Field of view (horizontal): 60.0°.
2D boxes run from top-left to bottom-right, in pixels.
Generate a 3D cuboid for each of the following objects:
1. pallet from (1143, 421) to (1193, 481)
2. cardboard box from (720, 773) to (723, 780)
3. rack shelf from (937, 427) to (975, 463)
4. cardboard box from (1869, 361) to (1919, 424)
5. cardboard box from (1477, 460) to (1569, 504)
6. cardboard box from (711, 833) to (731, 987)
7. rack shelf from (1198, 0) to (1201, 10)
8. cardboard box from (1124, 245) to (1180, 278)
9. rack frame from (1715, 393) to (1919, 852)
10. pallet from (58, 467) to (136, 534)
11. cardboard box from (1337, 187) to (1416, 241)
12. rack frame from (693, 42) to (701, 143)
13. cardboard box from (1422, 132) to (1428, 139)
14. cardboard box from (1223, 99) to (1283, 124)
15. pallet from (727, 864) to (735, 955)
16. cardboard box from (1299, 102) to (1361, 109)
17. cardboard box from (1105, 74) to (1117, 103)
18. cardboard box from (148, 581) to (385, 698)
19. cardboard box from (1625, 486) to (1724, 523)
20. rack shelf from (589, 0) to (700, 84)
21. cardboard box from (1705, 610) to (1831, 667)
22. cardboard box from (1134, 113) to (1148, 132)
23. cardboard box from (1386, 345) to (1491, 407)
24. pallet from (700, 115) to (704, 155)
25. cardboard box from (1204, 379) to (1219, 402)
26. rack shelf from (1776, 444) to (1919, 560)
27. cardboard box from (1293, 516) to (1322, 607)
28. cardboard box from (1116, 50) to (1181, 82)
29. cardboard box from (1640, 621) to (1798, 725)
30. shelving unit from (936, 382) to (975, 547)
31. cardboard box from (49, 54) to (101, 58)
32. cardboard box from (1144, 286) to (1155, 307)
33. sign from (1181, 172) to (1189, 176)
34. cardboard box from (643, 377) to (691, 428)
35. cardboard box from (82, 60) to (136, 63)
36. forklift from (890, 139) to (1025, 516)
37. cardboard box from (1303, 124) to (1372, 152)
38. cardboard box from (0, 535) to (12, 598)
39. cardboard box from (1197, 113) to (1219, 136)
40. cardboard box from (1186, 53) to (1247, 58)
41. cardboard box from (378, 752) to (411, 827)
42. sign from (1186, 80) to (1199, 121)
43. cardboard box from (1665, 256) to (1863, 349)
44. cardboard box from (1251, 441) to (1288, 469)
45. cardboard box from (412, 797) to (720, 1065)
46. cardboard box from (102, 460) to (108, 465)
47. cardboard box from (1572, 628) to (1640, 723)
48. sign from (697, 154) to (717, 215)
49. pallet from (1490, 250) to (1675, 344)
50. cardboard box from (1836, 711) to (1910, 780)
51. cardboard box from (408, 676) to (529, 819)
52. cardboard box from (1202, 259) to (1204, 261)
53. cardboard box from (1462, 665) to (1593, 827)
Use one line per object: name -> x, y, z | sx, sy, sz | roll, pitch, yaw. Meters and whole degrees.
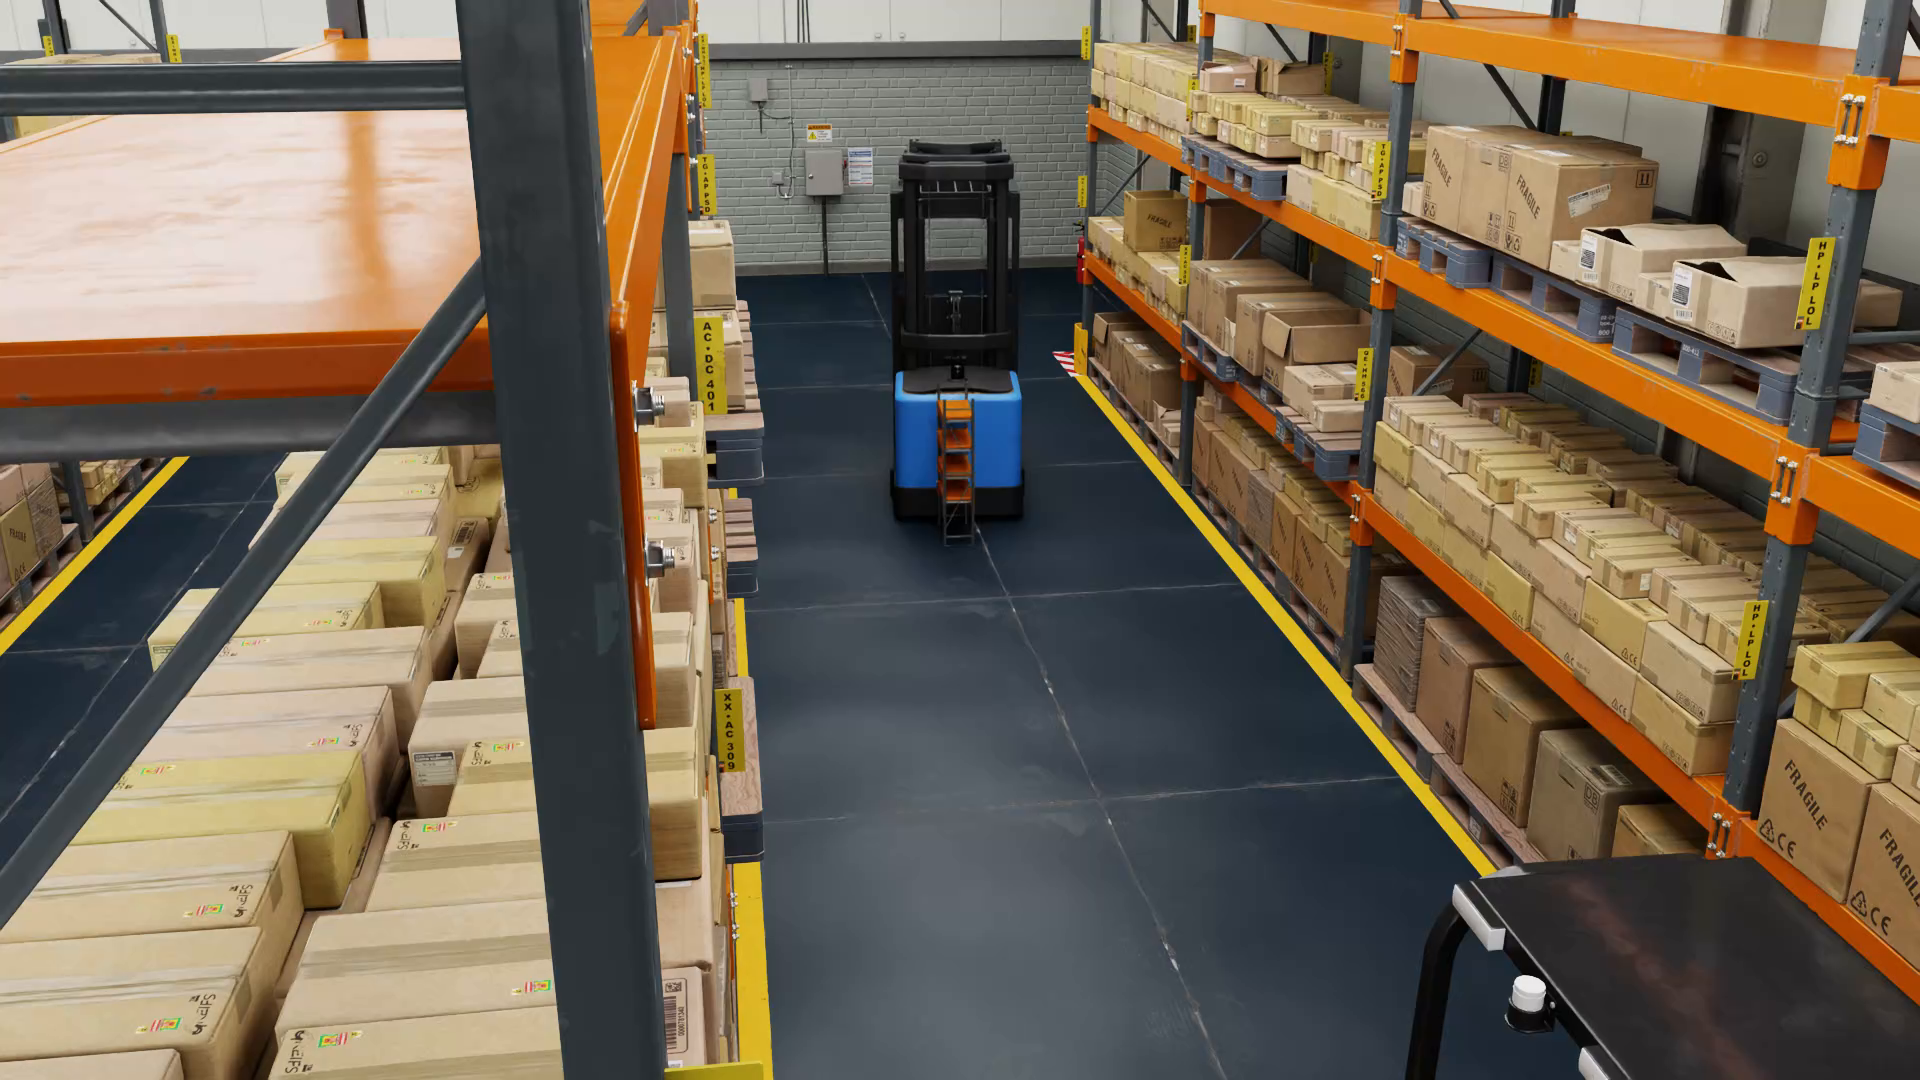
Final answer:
pallet -> 2.308, -0.842, 15.169 | 1.003, 0.211, 1.213 | -3, 21, -8
cardboard box -> -1.119, 0.825, 6.480 | 0.380, 0.149, 0.250 | -3, 21, -7
rack shelf -> -0.034, -0.744, 13.046 | 0.258, 0.148, 0.480 | -2, 21, -5
cardboard box -> 3.324, -0.501, 5.599 | 0.380, 0.149, 0.250 | -2, 21, -7
cardboard box -> 2.934, -0.305, 8.675 | 0.380, 0.149, 0.250 | -2, 21, -7
cardboard box -> -0.960, 1.244, 5.030 | 0.500, 0.500, 0.500 | -2, 21, -6
rack shelf -> 2.118, -5.075, 14.975 | 1.077, 0.370, 4.000 | -3, 21, -8
cardboard box -> 1.873, -2.668, 15.861 | 0.500, 0.250, 0.500 | -3, 21, -9
rack frame -> 3.560, 0.859, 6.628 | 1.000, 3.000, 0.127 | -3, 21, -8
pallet -> -7.520, -0.299, 13.714 | 1.003, 0.211, 1.213 | -3, 21, -8
cardboard box -> 2.669, -2.026, 10.280 | 0.500, 0.250, 0.500 | -4, 21, -10
rack frame -> -2.505, -4.469, 12.321 | 1.000, 3.000, 0.127 | -3, 21, -8
cardboard box -> 3.159, -2.502, 10.561 | 0.380, 0.149, 0.250 | -3, 21, -8
cardboard box -> 2.182, -3.189, 12.370 | 0.380, 0.149, 0.250 | -3, 21, -9
pallet -> -1.644, 1.725, 8.297 | 1.003, 0.211, 1.213 | -3, 21, -8
cardboard box -> 2.710, -3.126, 12.202 | 0.380, 0.149, 0.250 | -4, 21, -9
cardboard box -> 1.717, -4.427, 16.285 | 0.500, 0.250, 0.500 | -3, 21, -7
cardboard box -> -1.370, 0.204, 3.316 | 0.380, 0.149, 0.250 | -2, 21, -6
cardboard box -> 3.548, -0.154, 8.271 | 0.380, 0.149, 0.250 | -3, 21, -7
rack shelf -> -2.217, -3.252, 10.662 | 1.077, 0.370, 4.000 | -3, 21, -8
cardboard box -> 3.291, 0.402, 6.784 | 0.380, 0.149, 0.250 | -2, 21, -6
cardboard box -> 1.811, -3.839, 15.280 | 0.380, 0.149, 0.250 | -2, 21, -7
cardboard box -> 3.064, -0.955, 10.743 | 0.500, 0.500, 0.500 | -2, 21, -5
pallet -> -2.612, -3.306, 13.621 | 1.003, 0.211, 1.213 | -3, 21, -8
cardboard box -> 2.255, -1.245, 13.882 | 0.380, 0.149, 0.250 | -3, 21, -9
rack shelf -> 3.848, 0.484, 4.375 | 1.077, 0.370, 4.000 | -3, 21, -8
cardboard box -> 2.648, 0.139, 11.528 | 0.500, 0.500, 0.500 | -3, 21, -9
cardboard box -> 1.786, -4.487, 15.731 | 0.500, 0.250, 0.500 | -3, 21, -9
cardboard box -> 3.236, 0.538, 6.987 | 0.500, 0.250, 0.500 | -3, 21, -9
shelving unit -> -0.034, -0.598, 13.101 | 0.258, 1.200, 0.503 | -2, 21, -5
cardboard box -> -8.144, -4.391, 15.329 | 0.380, 0.149, 0.250 | -3, 21, -8
cardboard box -> 1.915, -2.247, 15.305 | 0.380, 0.149, 0.250 | -3, 21, -9
sign -> 2.382, -4.007, 17.551 | 0.100, 0.325, 0.005 | -3, 21, -8
cardboard box -> -0.977, -0.365, 4.839 | 0.380, 0.149, 0.250 | -3, 21, -9
cardboard box -> -7.505, -4.150, 14.682 | 0.380, 0.149, 0.250 | -3, 21, -7
forklift -> -0.048, -2.035, 14.475 | 1.130, 2.935, 3.031 | -1, 20, -1
cardboard box -> 2.492, -2.653, 10.964 | 0.380, 0.149, 0.250 | -3, 21, -9
cardboard box -> -6.889, 0.199, 11.368 | 0.500, 0.500, 0.500 | -3, 21, -9
cardboard box -> 2.059, -3.227, 12.897 | 0.380, 0.149, 0.250 | -3, 21, -7
cardboard box -> 2.374, -4.331, 15.314 | 0.500, 0.250, 0.500 | -3, 21, -8
cardboard box -> -1.266, 0.505, 3.080 | 0.500, 0.250, 0.500 | -2, 21, -6
sign -> 1.871, -3.528, 13.348 | 0.100, 0.325, 0.005 | -3, 21, -8
cardboard box -> 3.214, -0.986, 6.666 | 0.500, 0.311, 0.500 | -4, 21, -9
cardboard box -> 2.445, -0.653, 12.724 | 0.380, 0.149, 0.250 | -2, 21, -6
cardboard box -> -0.647, 0.659, 2.666 | 0.500, 0.250, 0.500 | -3, 21, -9
cardboard box -> -7.320, -0.682, 13.804 | 0.380, 0.149, 0.250 | -3, 21, -8
cardboard box -> 3.150, 0.595, 7.551 | 0.500, 0.250, 0.500 | -3, 21, -8
sign -> -1.391, -1.948, 9.118 | 0.100, 0.325, 0.005 | -3, 21, -8
pallet -> 3.333, -1.225, 8.191 | 1.003, 0.211, 1.213 | -2, 21, -5
cardboard box -> 3.384, 0.722, 5.926 | 0.380, 0.149, 0.250 | -2, 21, -6
cardboard box -> -0.744, 0.354, 2.914 | 0.380, 0.149, 0.250 | -3, 21, -8
cardboard box -> 2.451, -2.517, 15.456 | 0.500, 0.250, 0.500 | -2, 21, -7
cardboard box -> 3.259, 1.066, 8.869 | 0.875, 0.625, 0.625 | -4, 21, -10
